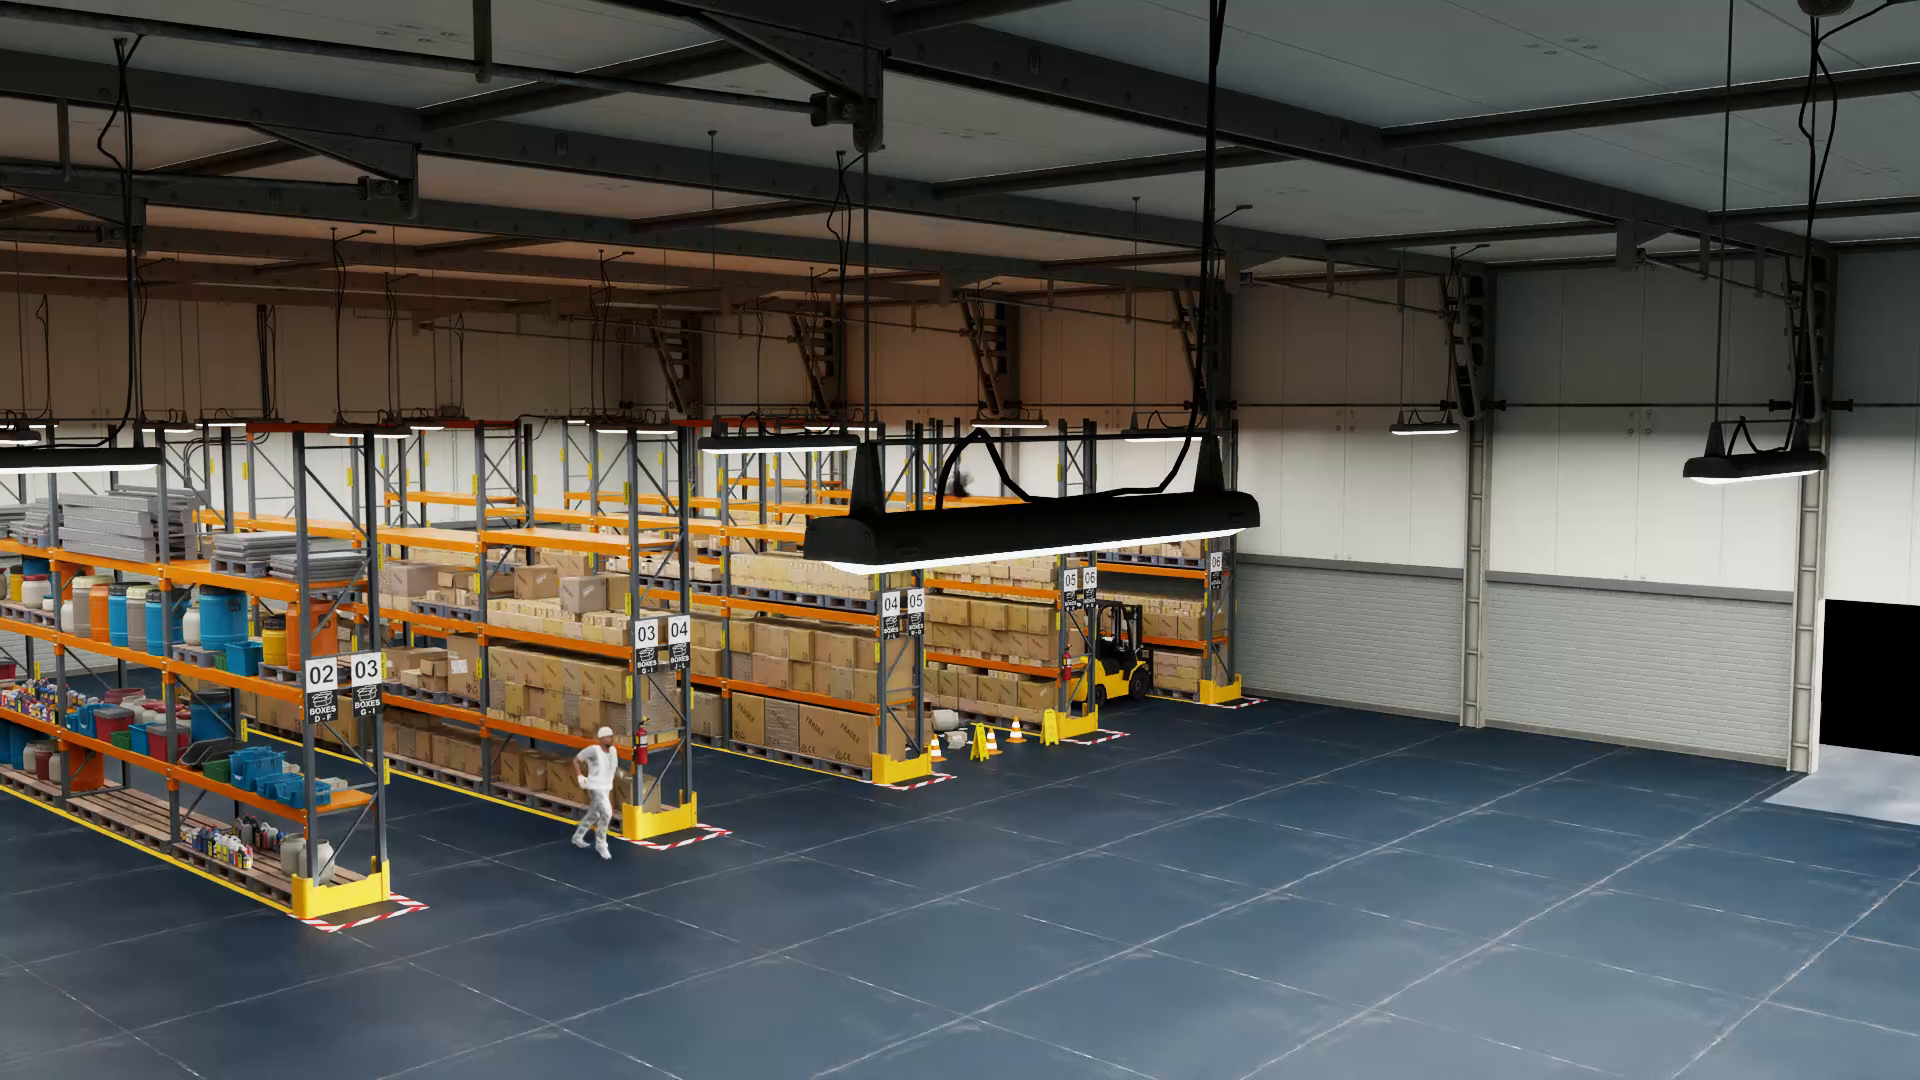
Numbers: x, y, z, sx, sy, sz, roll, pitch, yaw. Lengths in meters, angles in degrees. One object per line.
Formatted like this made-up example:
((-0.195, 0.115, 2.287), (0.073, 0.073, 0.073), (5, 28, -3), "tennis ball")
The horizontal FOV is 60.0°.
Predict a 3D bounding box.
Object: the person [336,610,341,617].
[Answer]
((-14.391, 2.380, 38.053), (0.792, 1.661, 0.601), (0, 5, -5), "person")

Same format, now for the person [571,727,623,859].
((-5.127, 3.537, 23.538), (0.793, 1.799, 0.696), (2, 5, 24), "person")

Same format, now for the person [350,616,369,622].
((-14.121, 2.355, 39.072), (0.654, 1.581, 0.666), (0, 5, -3), "person")
